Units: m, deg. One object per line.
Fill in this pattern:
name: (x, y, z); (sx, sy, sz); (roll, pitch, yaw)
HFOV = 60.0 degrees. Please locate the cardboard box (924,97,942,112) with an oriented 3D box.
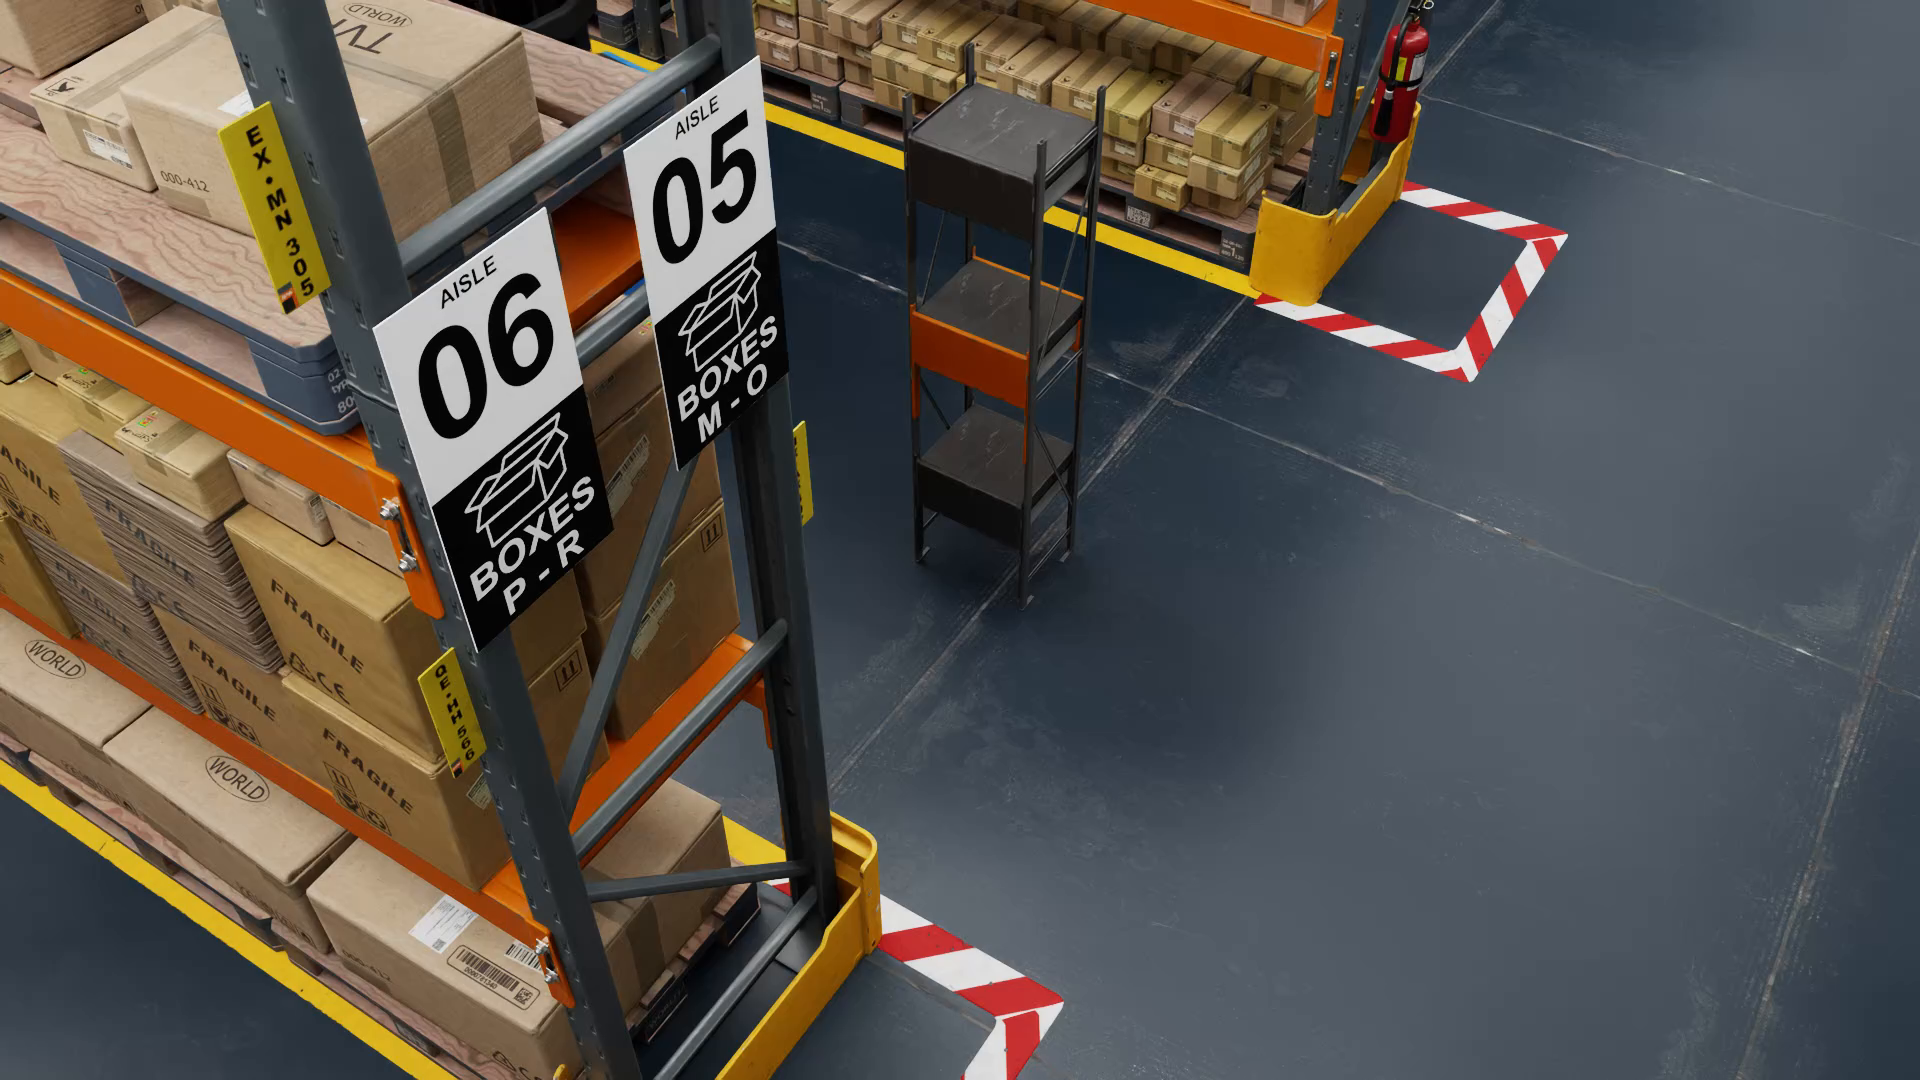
cardboard box: (0.019, -2.347, 8.634); (0.250, 0.149, 0.380); (26, 51, 23)

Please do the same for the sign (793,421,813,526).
sign: (-0.407, -0.148, 4.144); (0.005, 0.325, 0.100); (25, 51, 22)

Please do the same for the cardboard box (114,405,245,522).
cardboard box: (-1.611, -0.246, 3.679); (0.250, 0.149, 0.380); (24, 51, 22)

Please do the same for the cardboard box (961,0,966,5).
cardboard box: (0.087, -2.981, 8.836); (0.250, 0.149, 0.380); (23, 50, 21)

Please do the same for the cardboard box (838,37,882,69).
cardboard box: (-0.428, -2.642, 8.713); (0.250, 0.149, 0.380); (27, 52, 24)

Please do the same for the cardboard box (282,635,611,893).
cardboard box: (-1.260, 0.452, 4.149); (0.500, 0.500, 0.500); (25, 51, 22)

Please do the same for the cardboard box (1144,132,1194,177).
cardboard box: (1.087, -1.936, 8.027); (0.250, 0.149, 0.380); (24, 50, 21)

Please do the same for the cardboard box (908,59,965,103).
cardboard box: (-0.056, -2.395, 8.474); (0.250, 0.149, 0.380); (25, 51, 22)

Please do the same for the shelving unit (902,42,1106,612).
shelving unit: (0.139, -0.668, 5.935); (0.503, 2.100, 0.431); (25, 51, 22)

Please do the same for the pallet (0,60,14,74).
pallet: (-2.372, -1.253, 3.847); (1.213, 0.211, 1.003); (25, 51, 22)

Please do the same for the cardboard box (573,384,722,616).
cardboard box: (-0.961, -0.227, 4.112); (0.500, 0.500, 0.500); (24, 50, 21)

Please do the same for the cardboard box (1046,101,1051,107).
cardboard box: (0.396, -2.195, 8.279); (0.250, 0.149, 0.380); (25, 51, 23)

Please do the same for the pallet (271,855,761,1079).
pallet: (-1.427, 1.223, 5.414); (1.213, 0.211, 1.003); (25, 51, 22)

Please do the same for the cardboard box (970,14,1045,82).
cardboard box: (0.225, -2.459, 8.328); (0.250, 0.149, 0.380); (23, 50, 21)

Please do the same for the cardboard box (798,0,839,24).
cardboard box: (-0.642, -2.866, 8.724); (0.250, 0.149, 0.380); (23, 50, 21)

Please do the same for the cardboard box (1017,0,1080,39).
cardboard box: (0.500, -2.779, 8.639); (0.250, 0.149, 0.380); (25, 51, 23)

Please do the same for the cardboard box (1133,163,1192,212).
cardboard box: (1.049, -1.783, 8.086); (0.250, 0.149, 0.380); (26, 51, 23)

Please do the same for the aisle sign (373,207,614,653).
aisle sign: (-0.818, -0.177, 3.018); (0.004, 0.787, 0.394); (25, 51, 22)

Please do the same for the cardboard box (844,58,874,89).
cardboard box: (-0.411, -2.561, 8.842); (0.250, 0.149, 0.380); (23, 50, 21)

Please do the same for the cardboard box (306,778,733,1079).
cardboard box: (-1.321, 1.065, 5.117); (0.875, 0.438, 0.875); (23, 50, 21)

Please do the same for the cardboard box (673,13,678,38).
cardboard box: (-1.358, -2.880, 9.152); (0.250, 0.149, 0.380); (23, 50, 20)

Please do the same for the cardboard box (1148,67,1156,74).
cardboard box: (0.962, -2.474, 8.550); (0.250, 0.149, 0.380); (26, 51, 23)

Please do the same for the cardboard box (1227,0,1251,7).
cardboard box: (1.260, -2.501, 7.263); (0.250, 0.149, 0.380); (25, 51, 22)

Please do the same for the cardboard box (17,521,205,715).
cardboard box: (-2.113, 0.055, 4.535); (0.500, 0.500, 0.500); (26, 51, 23)

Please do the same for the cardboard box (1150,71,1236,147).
cardboard box: (1.113, -2.058, 7.938); (0.250, 0.149, 0.380); (26, 51, 23)

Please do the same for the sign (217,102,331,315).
sign: (-1.016, -0.490, 2.481); (0.005, 0.325, 0.100); (25, 51, 22)

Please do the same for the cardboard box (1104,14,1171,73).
cardboard box: (0.925, -2.537, 8.404); (0.250, 0.149, 0.380); (22, 50, 20)

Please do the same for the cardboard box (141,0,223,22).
cardboard box: (-1.503, -1.185, 3.531); (0.250, 0.149, 0.380); (26, 51, 23)

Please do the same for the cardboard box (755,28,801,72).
cardboard box: (-0.897, -2.712, 8.989); (0.250, 0.149, 0.380); (24, 51, 22)

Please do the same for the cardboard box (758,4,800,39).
cardboard box: (-0.873, -2.869, 8.934); (0.250, 0.149, 0.380); (24, 51, 22)

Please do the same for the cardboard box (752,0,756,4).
cardboard box: (-1.113, -3.022, 8.875); (0.250, 0.149, 0.380); (27, 52, 24)

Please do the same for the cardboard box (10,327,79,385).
cardboard box: (-1.982, -0.513, 3.938); (0.250, 0.149, 0.380); (24, 51, 22)

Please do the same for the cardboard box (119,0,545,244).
cardboard box: (-1.139, -0.780, 3.067); (0.500, 0.250, 0.500); (20, 49, 19)

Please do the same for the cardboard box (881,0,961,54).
cardboard box: (-0.198, -2.663, 8.526); (0.250, 0.149, 0.380); (23, 50, 21)

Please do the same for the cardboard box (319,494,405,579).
cardboard box: (-1.121, -0.114, 3.550); (0.250, 0.149, 0.380); (25, 51, 23)

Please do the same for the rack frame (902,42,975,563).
rack frame: (-0.066, -0.762, 6.026); (0.015, 2.100, 0.400); (25, 51, 22)

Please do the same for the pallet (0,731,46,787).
pallet: (-3.480, 0.279, 6.332); (1.213, 0.211, 1.003); (25, 51, 22)

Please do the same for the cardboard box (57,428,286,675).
cardboard box: (-1.701, -0.097, 3.986); (0.500, 0.500, 0.500); (25, 51, 22)

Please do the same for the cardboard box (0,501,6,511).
cardboard box: (-2.538, -0.486, 4.364); (0.500, 0.500, 0.500); (24, 51, 22)

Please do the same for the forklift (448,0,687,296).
forklift: (-2.424, -2.505, 7.140); (3.031, 2.935, 1.130); (31, 53, 26)

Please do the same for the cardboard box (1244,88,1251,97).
cardboard box: (1.374, -2.268, 8.350); (0.250, 0.149, 0.380); (24, 51, 22)

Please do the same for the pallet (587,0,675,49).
pallet: (-2.147, -3.391, 9.898); (1.213, 0.211, 1.003); (25, 51, 22)

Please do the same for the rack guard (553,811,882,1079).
rack guard: (-0.691, 1.394, 5.047); (0.348, 0.500, 1.175); (25, 51, 22)

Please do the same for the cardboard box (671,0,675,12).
cardboard box: (-1.359, -2.985, 9.047); (0.250, 0.149, 0.380); (27, 52, 24)

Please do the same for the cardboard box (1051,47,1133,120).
cardboard box: (0.643, -2.220, 8.096); (0.250, 0.149, 0.380); (23, 50, 21)

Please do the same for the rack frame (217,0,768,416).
rack frame: (-0.711, -1.577, 2.008); (0.127, 3.000, 1.000); (25, 51, 22)

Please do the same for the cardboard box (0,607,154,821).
cardboard box: (-2.854, 0.366, 5.797); (0.875, 0.438, 0.875); (23, 50, 21)

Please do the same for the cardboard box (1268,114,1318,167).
cardboard box: (1.608, -2.062, 8.358); (0.250, 0.149, 0.380); (26, 51, 23)

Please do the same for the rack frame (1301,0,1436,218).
rack frame: (1.876, -2.514, 7.101); (0.127, 3.000, 1.000); (25, 51, 22)

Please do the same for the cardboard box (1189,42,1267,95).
cardboard box: (1.321, -2.316, 8.189); (0.250, 0.149, 0.380); (26, 51, 23)

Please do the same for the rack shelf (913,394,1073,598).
rack shelf: (0.139, -0.170, 6.446); (0.480, 0.518, 0.431); (25, 51, 22)

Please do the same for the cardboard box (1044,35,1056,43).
cardboard box: (0.437, -2.600, 8.672); (0.250, 0.149, 0.380); (27, 52, 24)

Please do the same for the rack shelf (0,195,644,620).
rack shelf: (-2.395, -1.055, 4.094); (4.000, 0.370, 1.077); (25, 51, 22)

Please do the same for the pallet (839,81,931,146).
pallet: (0.125, -2.380, 8.915); (1.213, 0.211, 1.003); (25, 51, 22)
